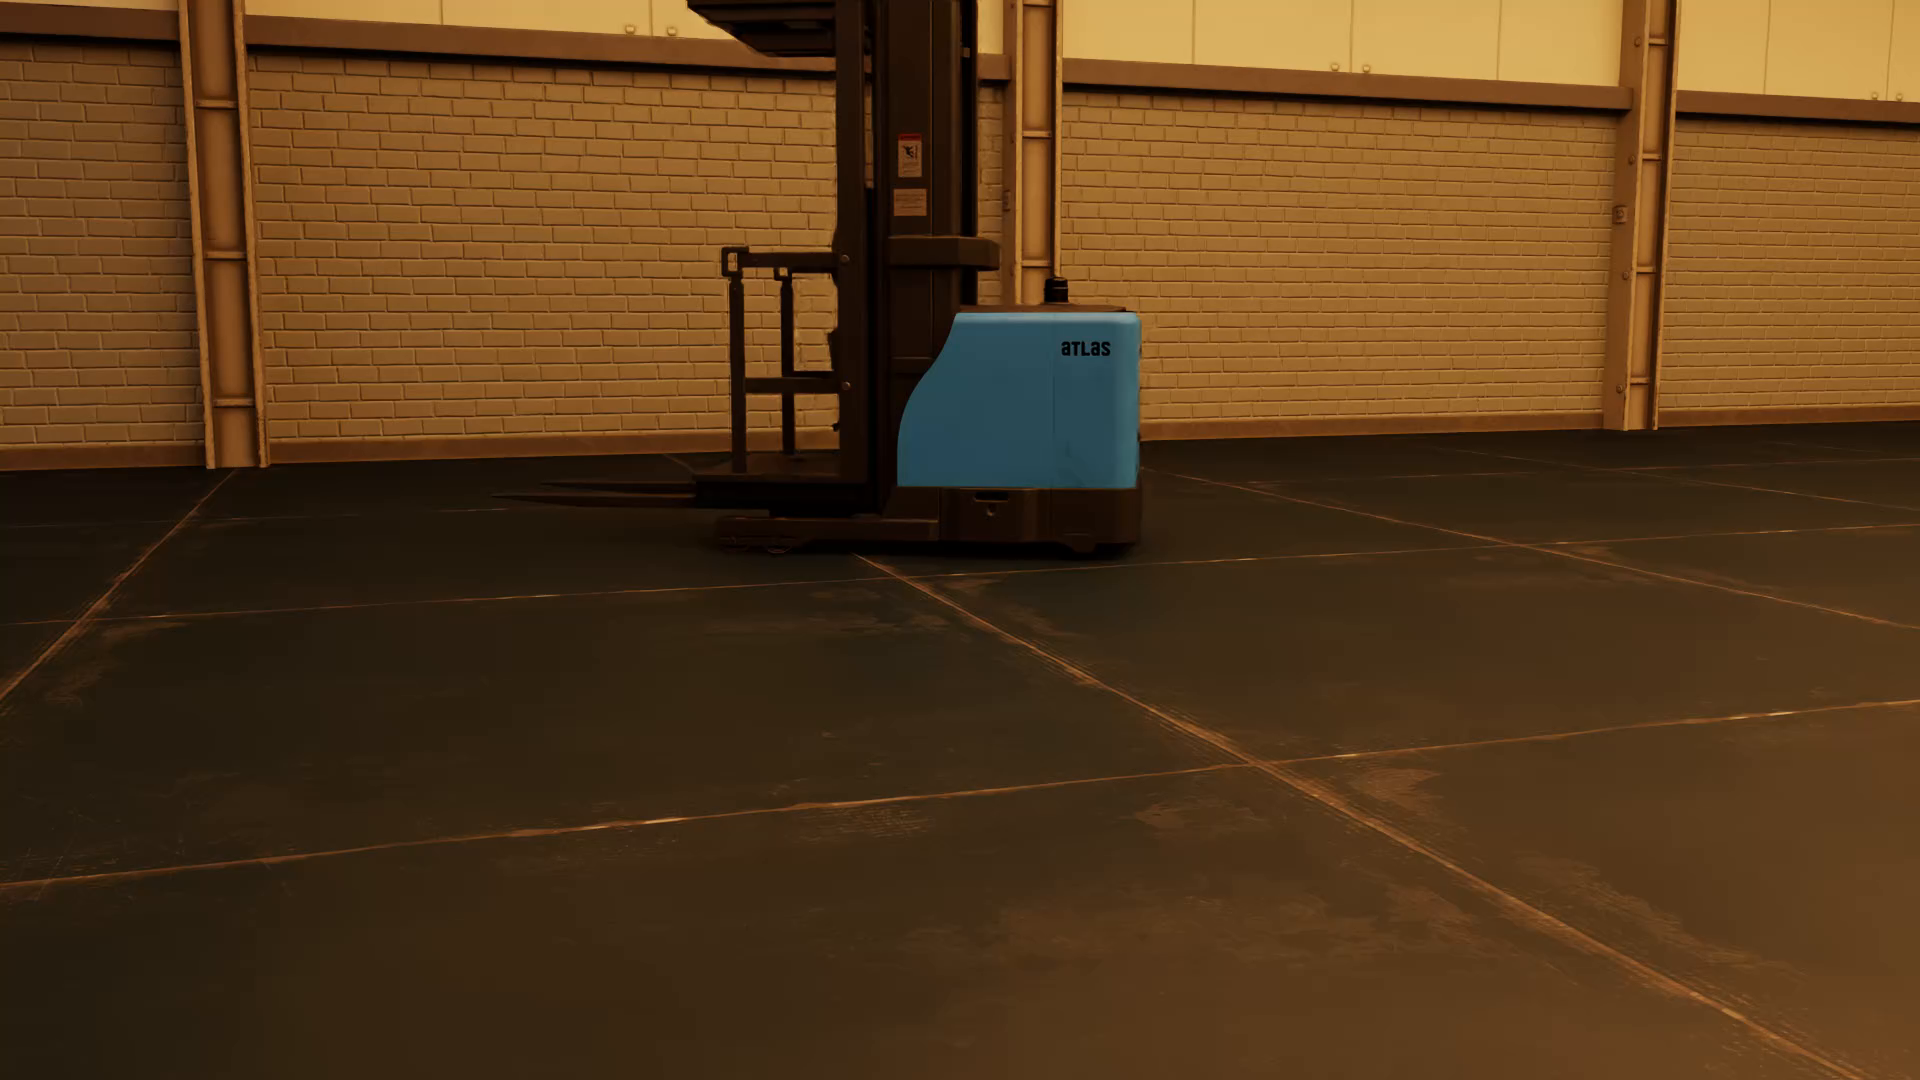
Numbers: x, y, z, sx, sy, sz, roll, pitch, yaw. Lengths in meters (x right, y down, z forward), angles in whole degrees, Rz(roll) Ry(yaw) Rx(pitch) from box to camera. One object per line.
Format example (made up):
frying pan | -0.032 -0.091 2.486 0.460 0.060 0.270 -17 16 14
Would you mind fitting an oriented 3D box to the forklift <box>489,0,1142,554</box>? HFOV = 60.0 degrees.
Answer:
forklift | -0.666 -1.458 7.769 3.031 2.935 1.130 1 8 7
